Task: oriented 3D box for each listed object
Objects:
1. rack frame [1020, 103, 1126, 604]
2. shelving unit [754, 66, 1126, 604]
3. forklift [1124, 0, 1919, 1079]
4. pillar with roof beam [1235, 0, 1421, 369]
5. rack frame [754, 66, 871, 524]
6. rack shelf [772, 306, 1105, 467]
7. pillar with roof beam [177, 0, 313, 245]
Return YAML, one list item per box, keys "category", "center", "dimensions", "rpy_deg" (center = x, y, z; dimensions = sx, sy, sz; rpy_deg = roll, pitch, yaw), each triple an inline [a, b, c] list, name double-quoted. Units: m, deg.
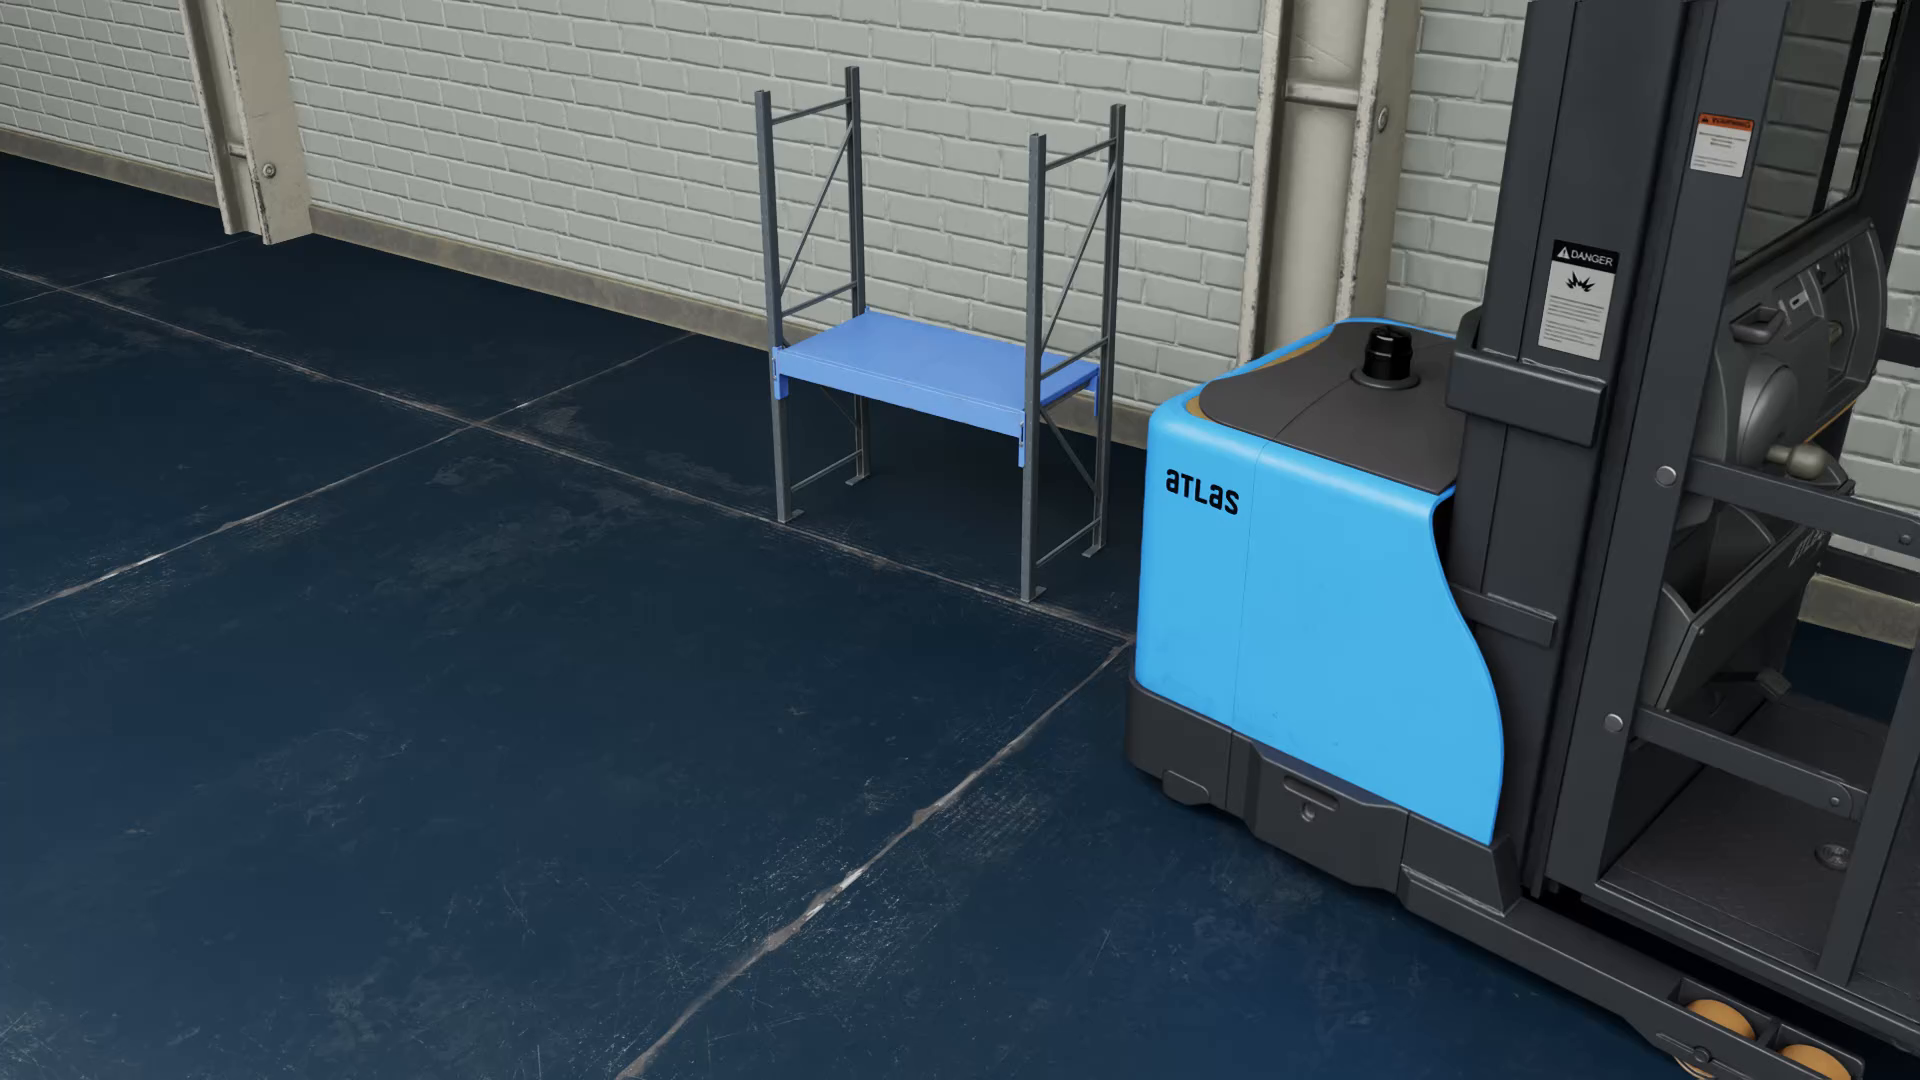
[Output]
- category: "rack frame"
  center: [0.349, -0.560, 5.196]
  dimensions: [0.032, 1.500, 0.500]
  rpy_deg: [17, 32, 30]
- category: "shelving unit"
  center: [-0.070, -0.690, 5.453]
  dimensions: [1.048, 1.500, 0.538]
  rpy_deg: [17, 32, 30]
- category: "forklift"
  center: [1.862, -0.373, 3.252]
  dimensions: [3.031, 2.935, 1.130]
  rpy_deg: [23, 35, 38]
- category: "pillar with roof beam"
  center: [-1.235, -2.534, 0.808]
  dimensions: [0.400, 9.000, 9.100]
  rpy_deg: [17, 32, 30]
- category: "rack frame"
  center: [-0.489, -0.821, 5.709]
  dimensions: [0.032, 1.500, 0.500]
  rpy_deg: [17, 32, 30]
- category: "rack shelf"
  center: [-0.070, -0.530, 5.534]
  dimensions: [1.000, 0.185, 0.538]
  rpy_deg: [17, 32, 30]
- category: "pillar with roof beam"
  center: [-6.180, -4.075, 3.836]
  dimensions: [0.400, 9.000, 9.100]
  rpy_deg: [17, 32, 30]
